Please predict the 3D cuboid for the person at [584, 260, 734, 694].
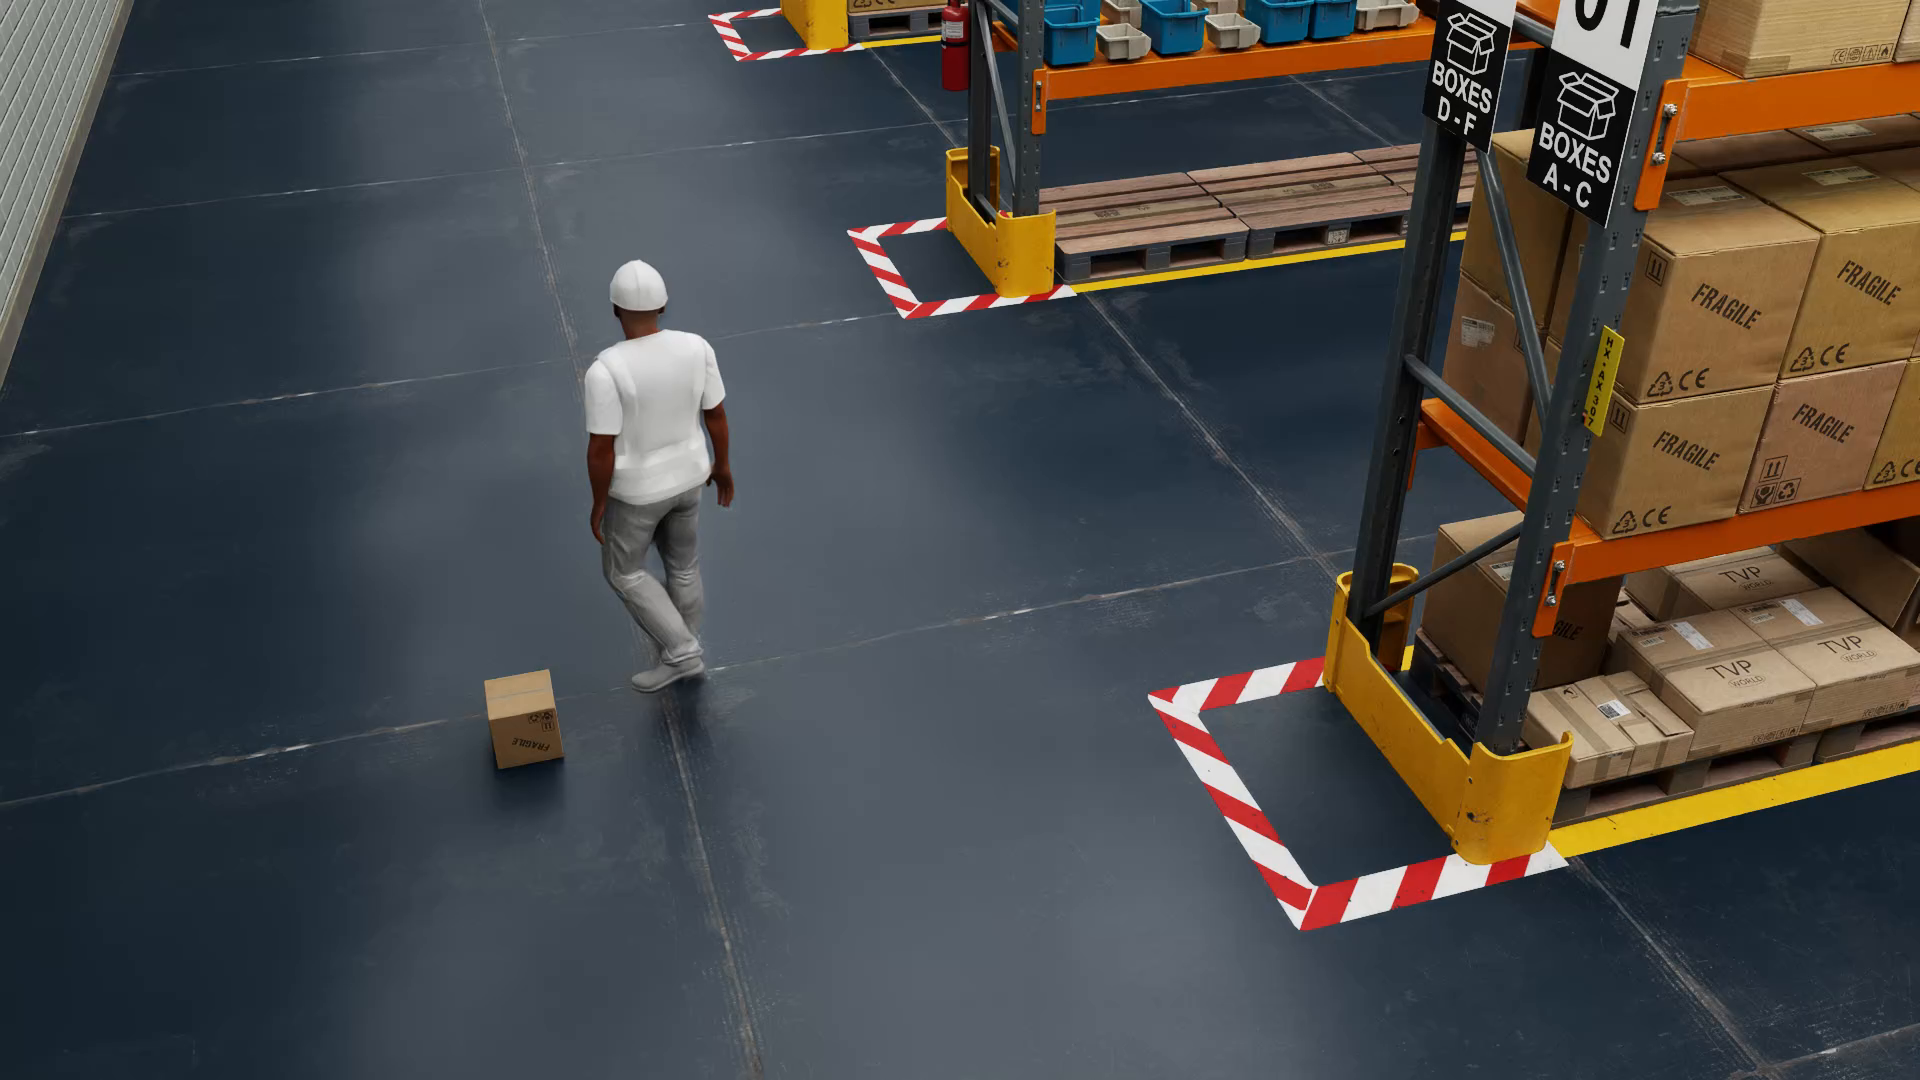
[{"bbox_3d":[-1.140,-0.200,6.420,0.624,1.762,0.572,-25,41,-32],"label":"person"}]
